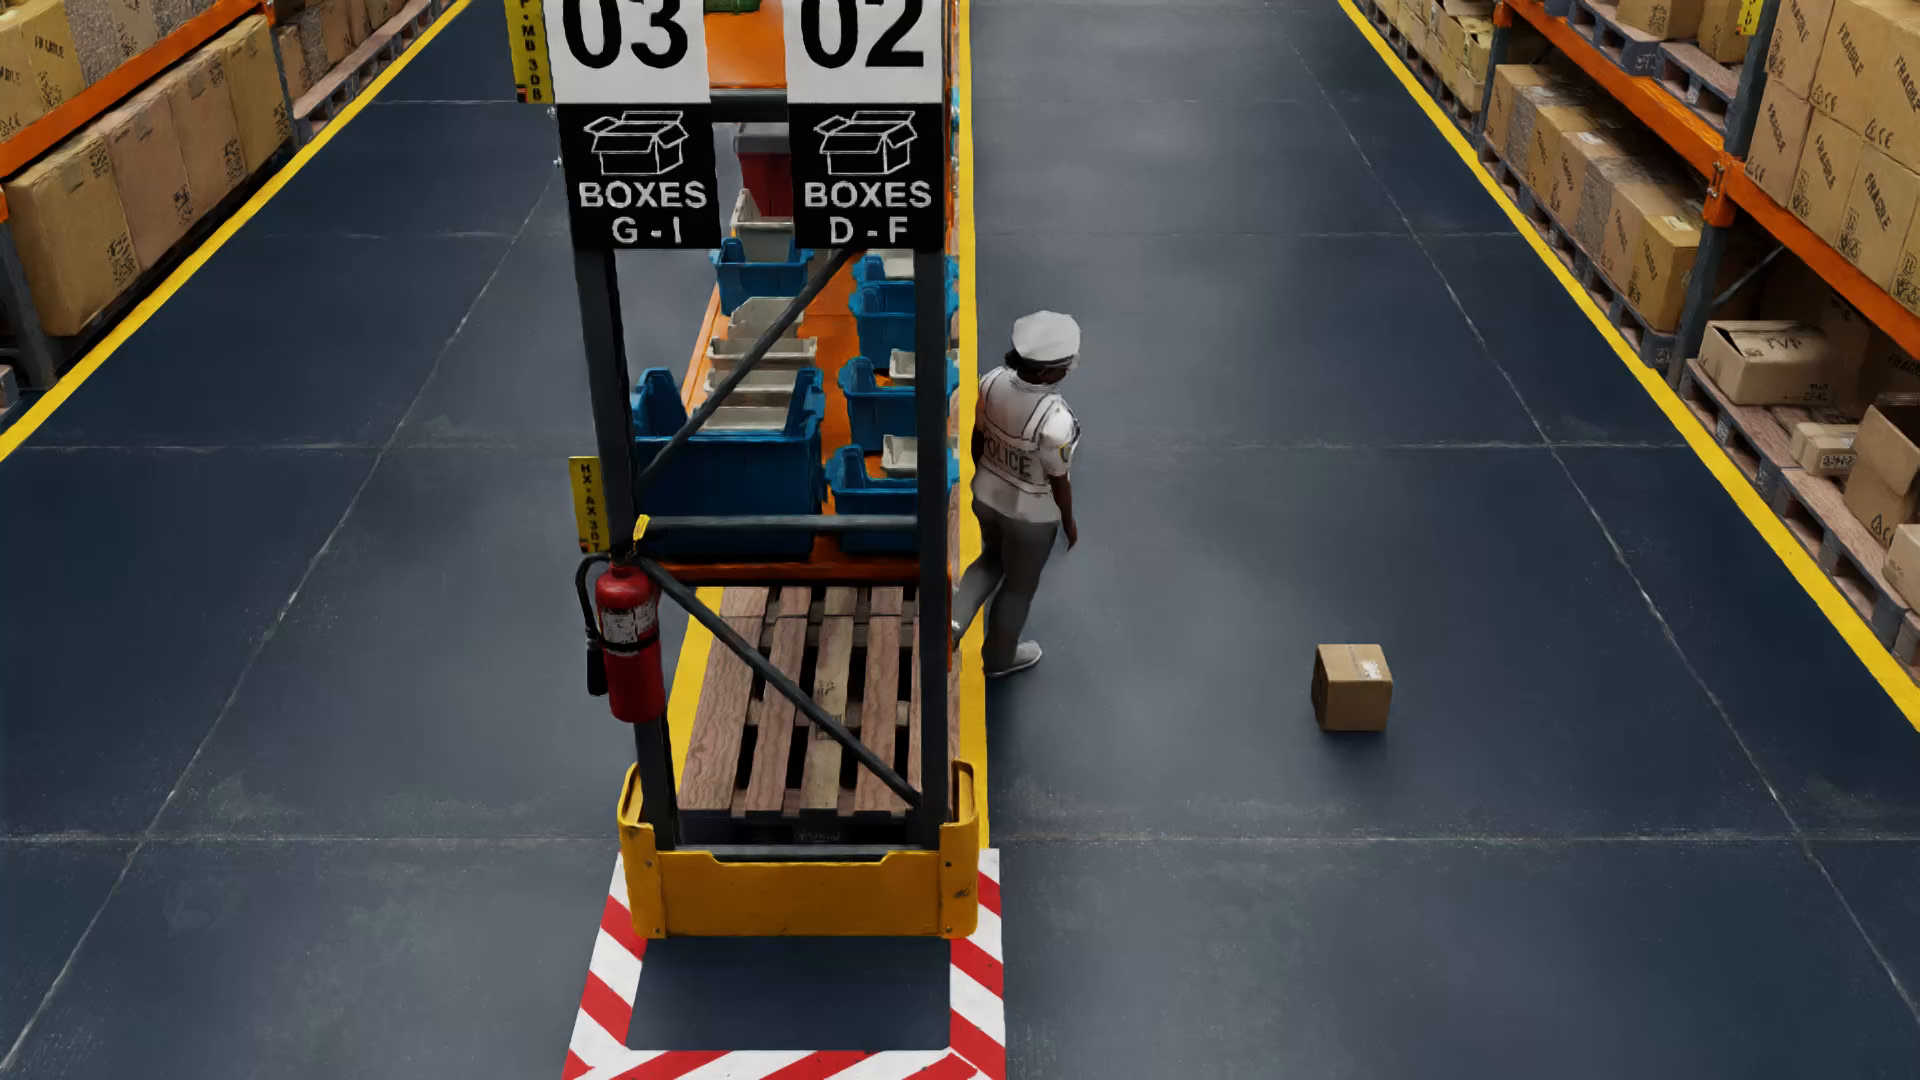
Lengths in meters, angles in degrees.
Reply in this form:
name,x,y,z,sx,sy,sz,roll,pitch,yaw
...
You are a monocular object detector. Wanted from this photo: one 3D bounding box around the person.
name,x,y,z,sx,sy,sz,roll,pitch,yaw
person,0.206,-0.093,6.363,0.525,1.615,0.530,-27,41,-37
